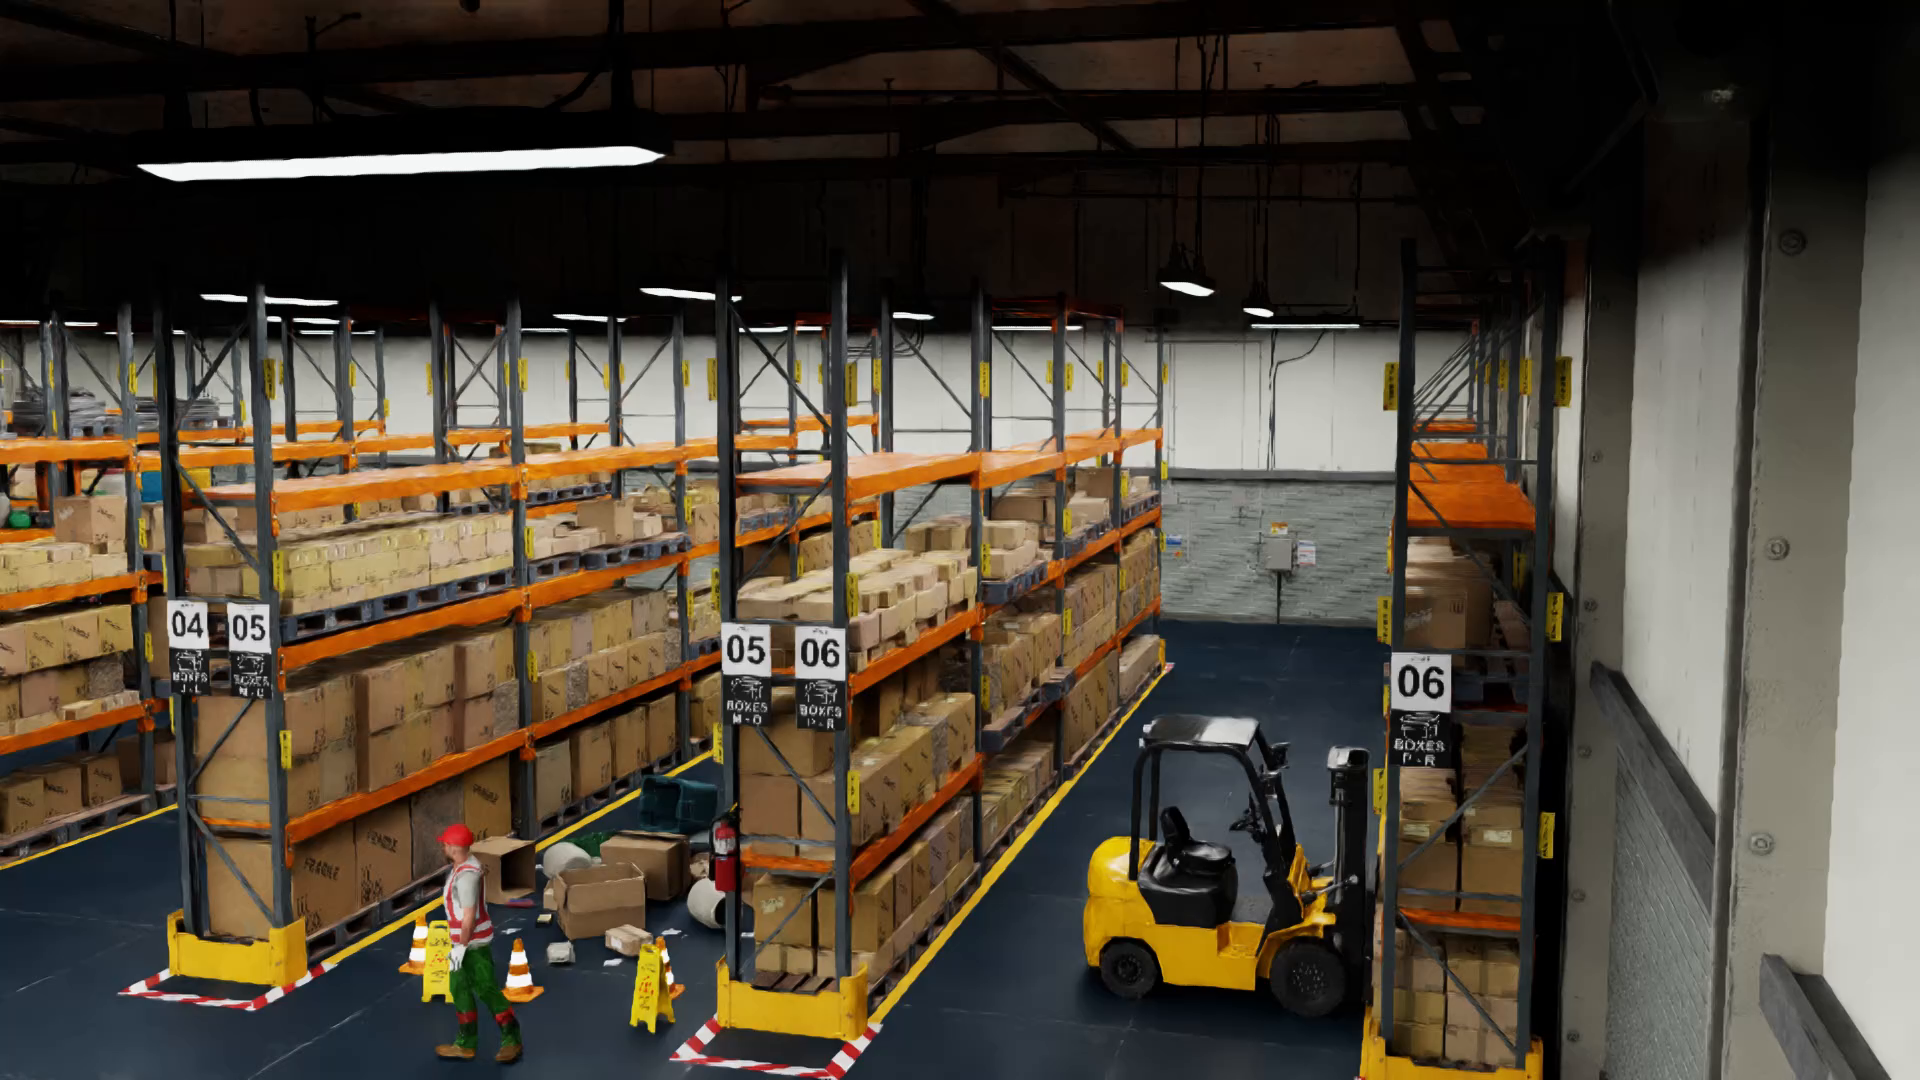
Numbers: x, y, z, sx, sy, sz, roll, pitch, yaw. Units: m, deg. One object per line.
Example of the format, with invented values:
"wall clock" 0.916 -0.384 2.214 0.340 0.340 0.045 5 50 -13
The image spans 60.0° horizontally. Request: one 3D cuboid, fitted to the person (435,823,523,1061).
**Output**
"person" -3.605 2.986 12.378 0.619 1.784 0.569 -2 6 -21
